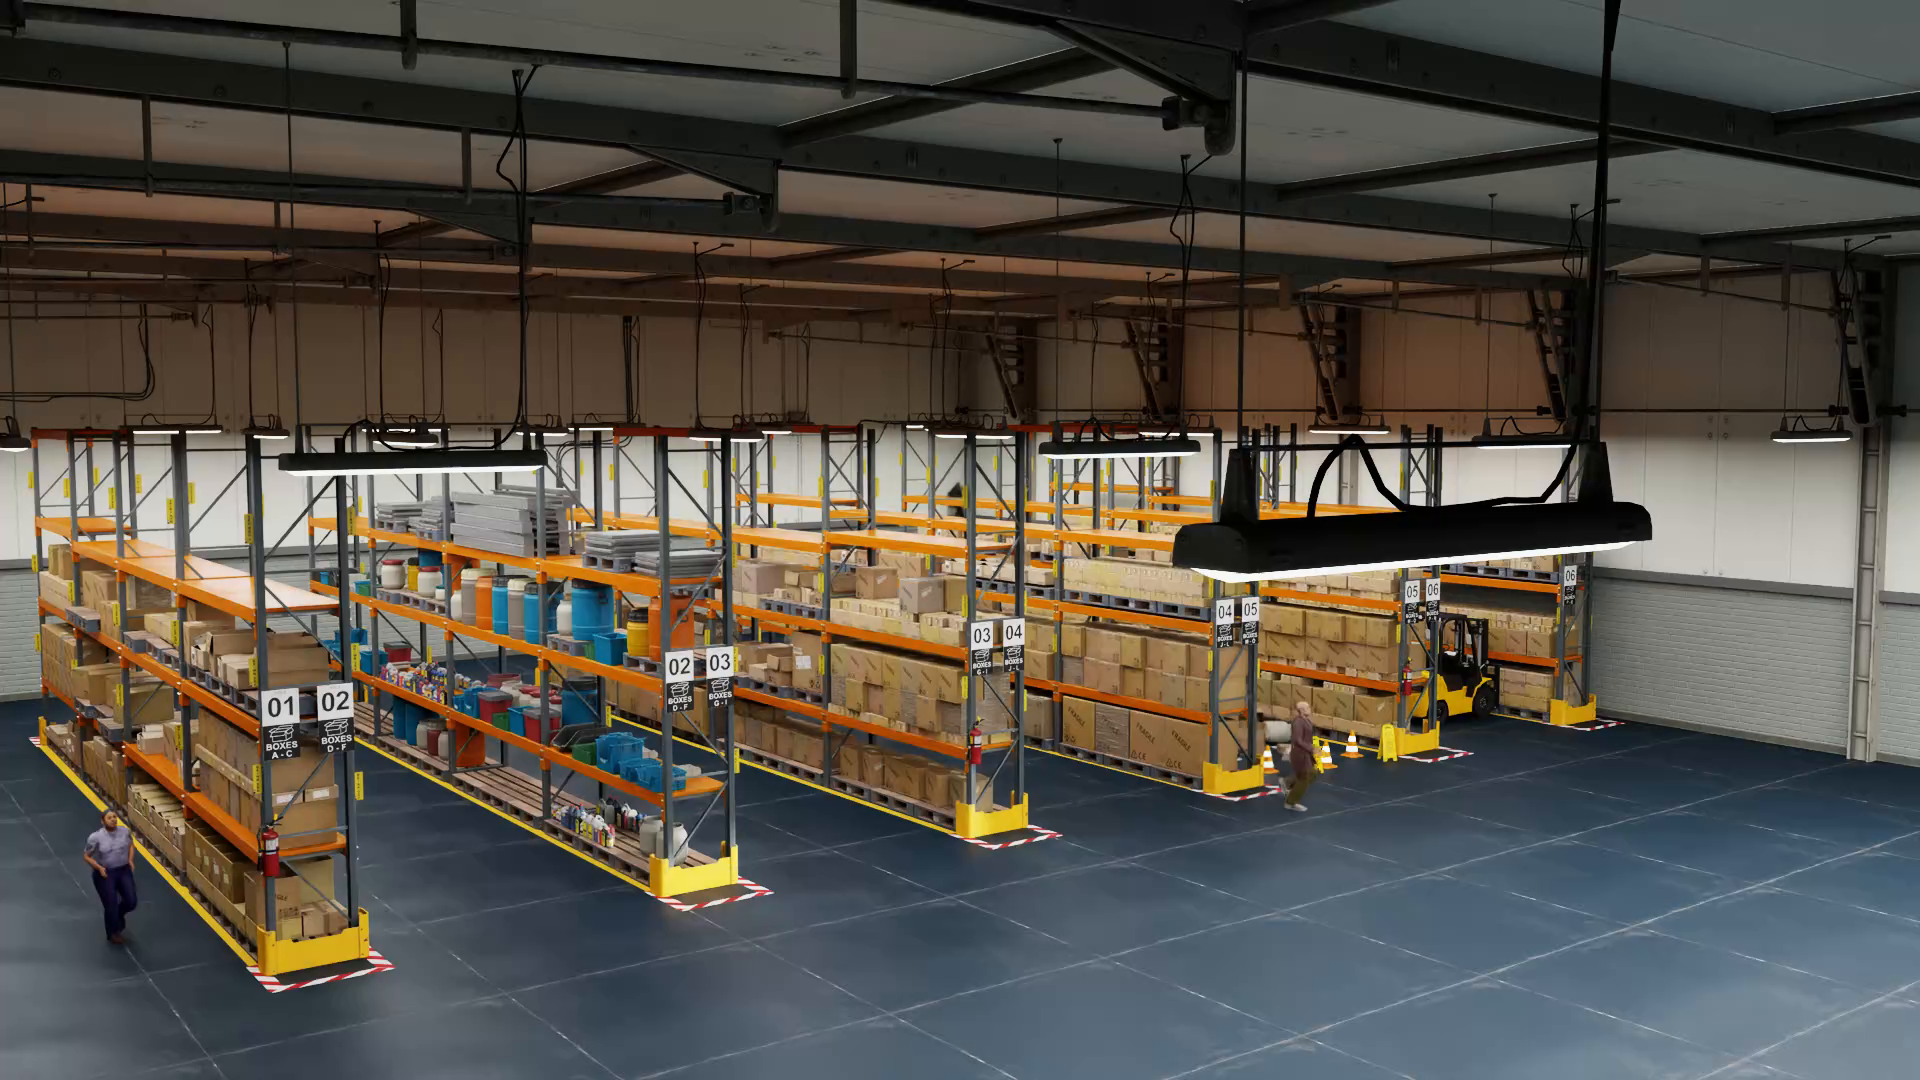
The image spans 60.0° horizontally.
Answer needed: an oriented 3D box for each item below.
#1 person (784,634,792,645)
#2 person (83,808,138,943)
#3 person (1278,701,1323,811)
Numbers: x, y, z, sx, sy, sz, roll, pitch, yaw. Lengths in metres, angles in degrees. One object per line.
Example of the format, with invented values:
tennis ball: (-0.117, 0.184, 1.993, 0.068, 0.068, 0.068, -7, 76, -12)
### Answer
person: (-4.170, 2.218, 41.613, 0.648, 1.732, 0.702, 3, 5, 29)
person: (-10.062, 3.980, 19.753, 0.524, 1.601, 0.586, 4, 6, 43)
person: (5.425, 3.408, 26.305, 0.638, 1.742, 0.742, 1, 5, 18)
